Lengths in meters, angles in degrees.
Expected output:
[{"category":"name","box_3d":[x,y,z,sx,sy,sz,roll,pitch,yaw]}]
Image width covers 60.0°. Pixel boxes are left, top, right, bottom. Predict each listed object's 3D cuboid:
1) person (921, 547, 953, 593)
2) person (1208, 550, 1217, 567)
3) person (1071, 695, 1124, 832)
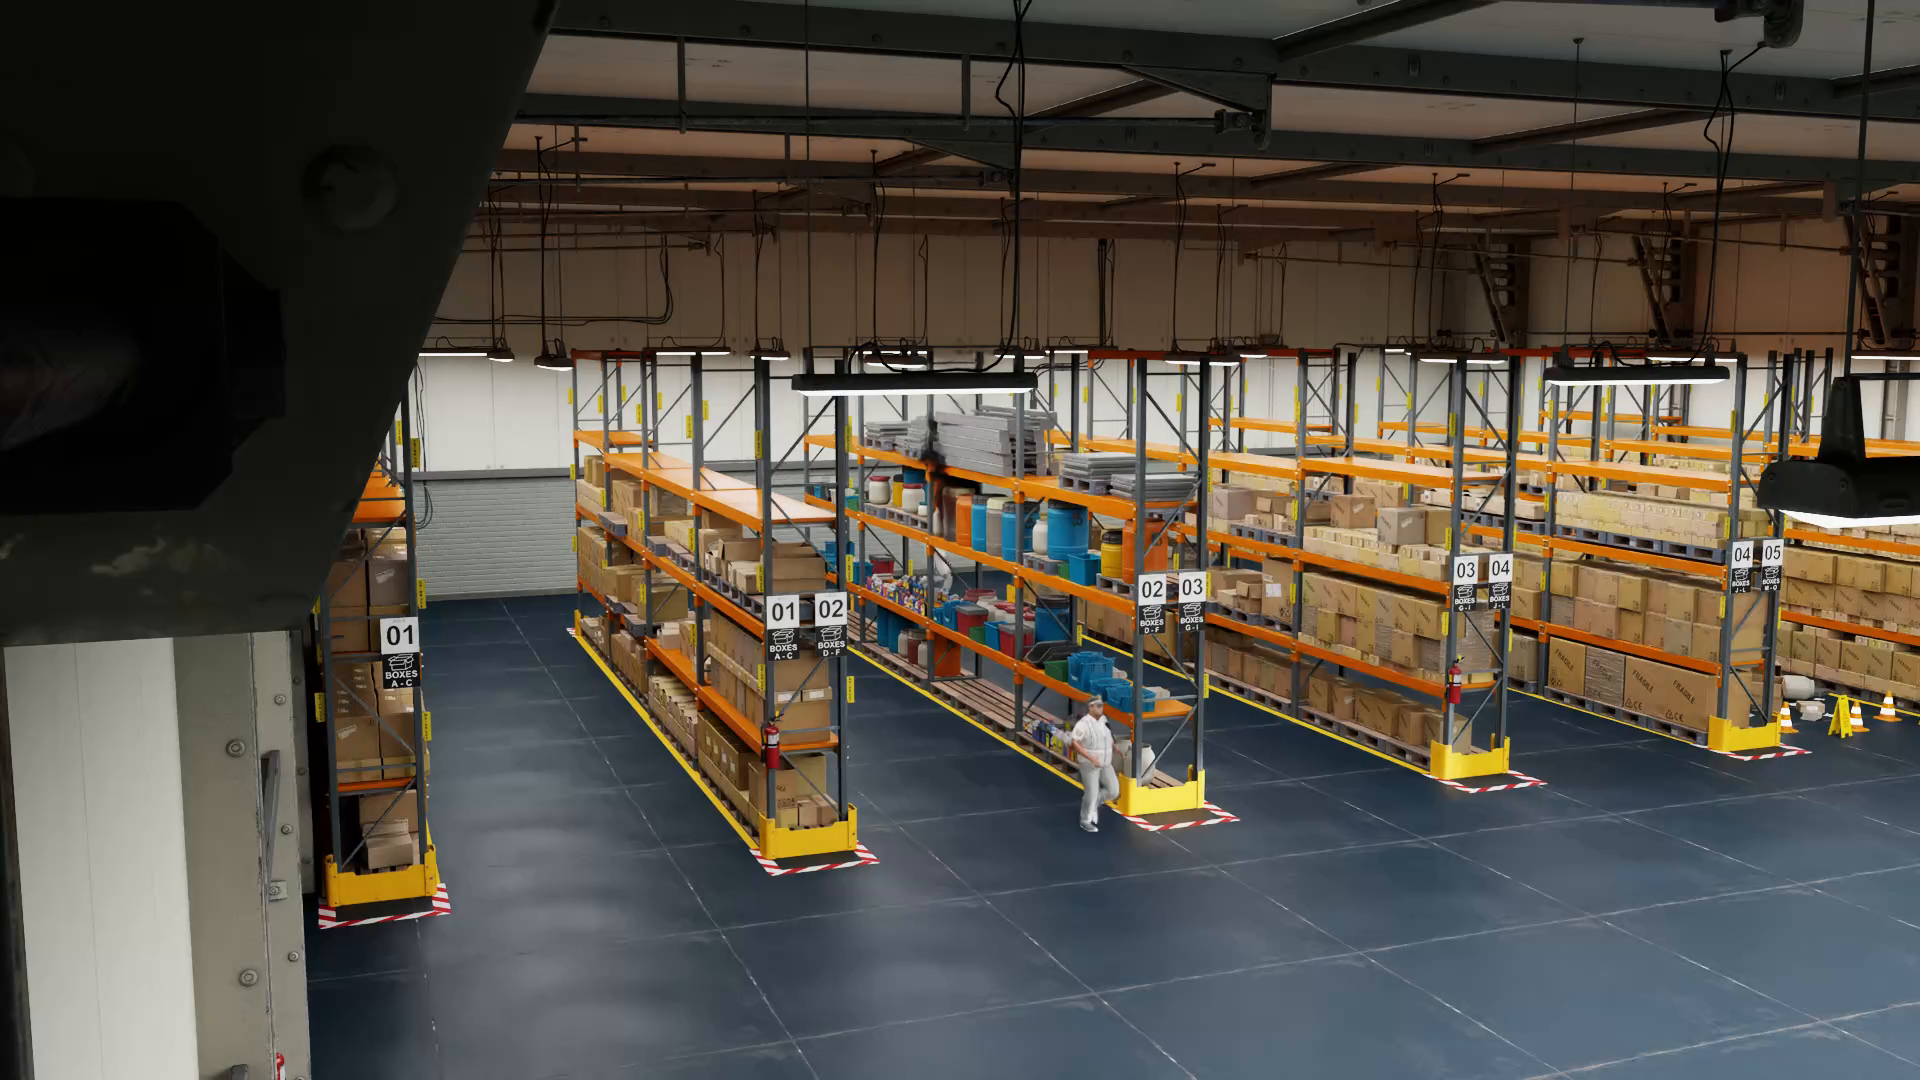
[{"category":"person","box_3d":[-0.482,0.561,39.659,0.734,1.738,0.726,-1,7,-9]},{"category":"person","box_3d":[6.234,0.389,41.404,0.797,1.661,0.605,-4,8,-32]},{"category":"person","box_3d":[1.758,2.840,21.285,0.724,1.736,0.526,-6,9,-38]}]
